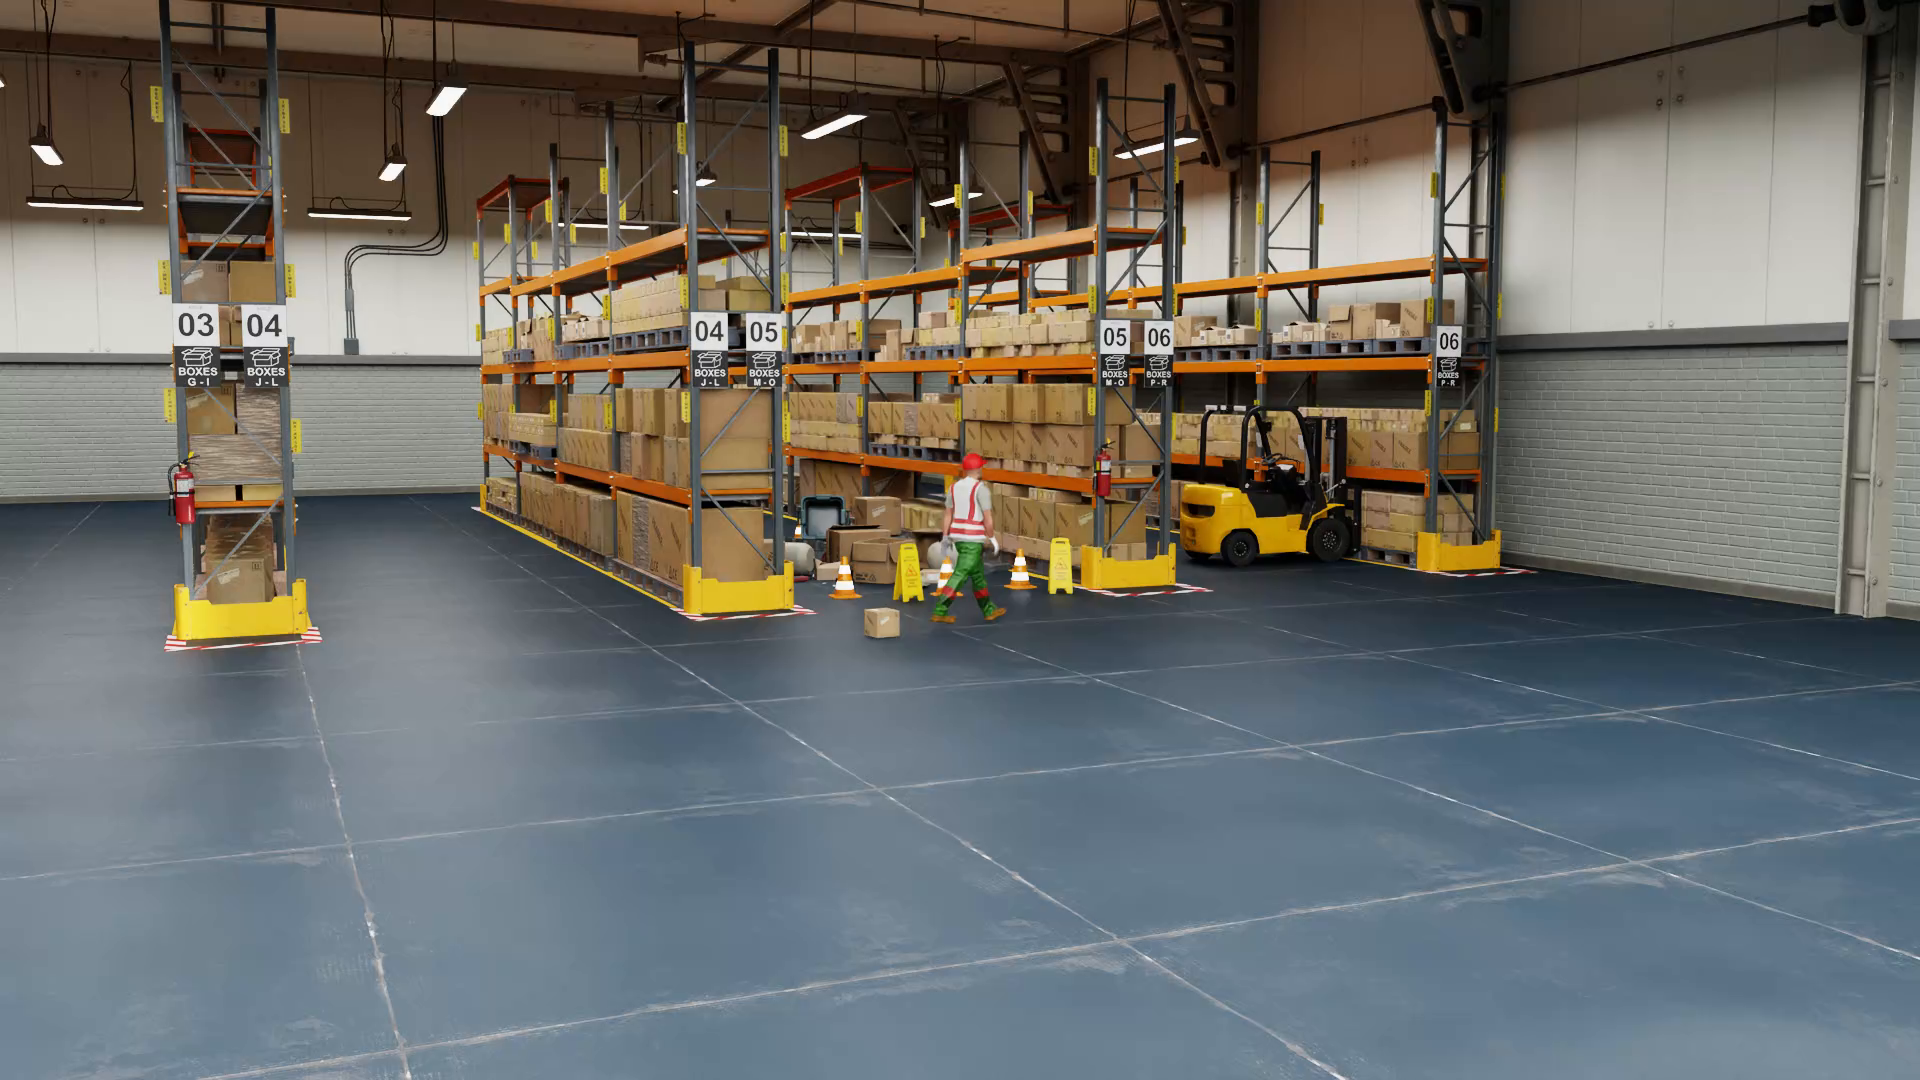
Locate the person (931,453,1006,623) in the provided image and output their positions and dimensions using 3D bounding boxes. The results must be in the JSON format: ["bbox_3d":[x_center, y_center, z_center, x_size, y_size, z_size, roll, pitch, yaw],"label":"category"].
[{"bbox_3d":[0.116,-0.011,16.796,1.097,1.736,0.540,-4,7,-40],"label":"person"}]
